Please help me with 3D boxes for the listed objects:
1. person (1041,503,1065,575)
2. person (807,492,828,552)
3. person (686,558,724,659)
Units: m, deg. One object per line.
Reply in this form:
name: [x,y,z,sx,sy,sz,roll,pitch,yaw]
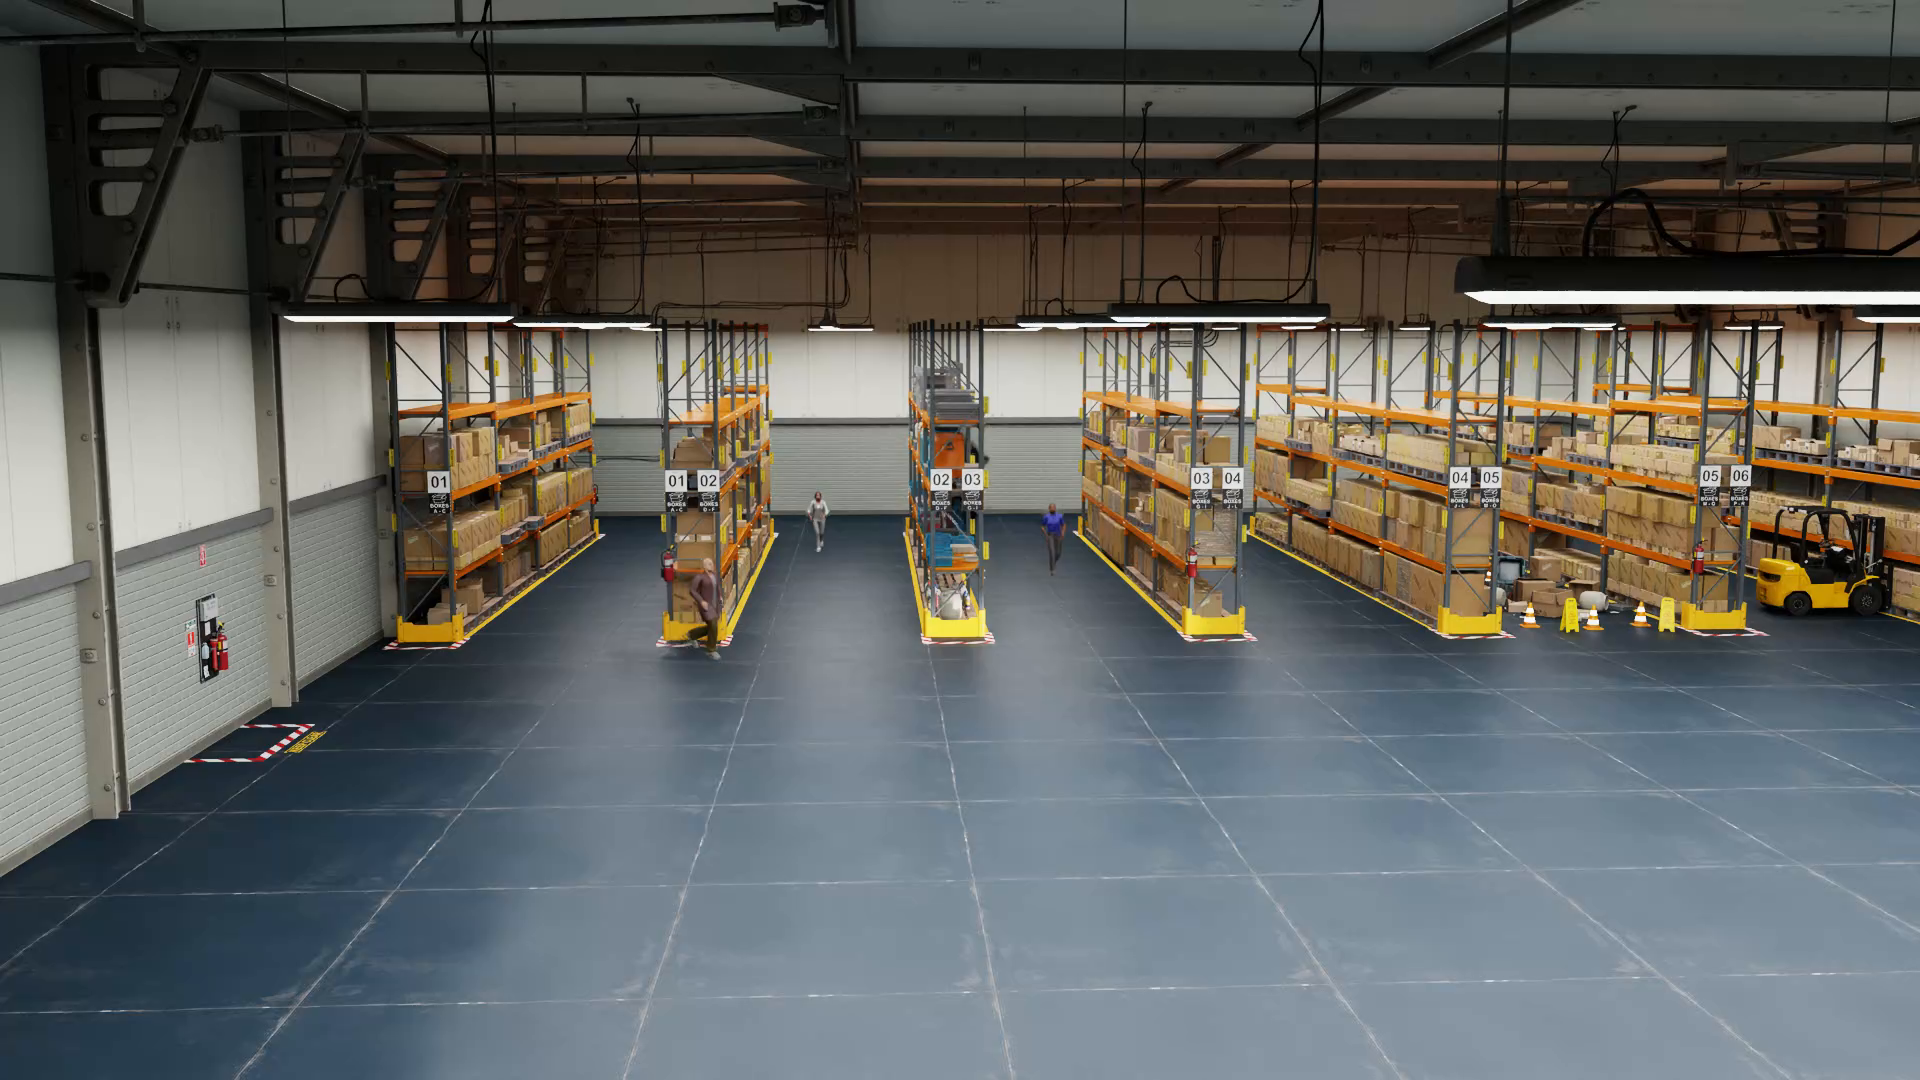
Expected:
person: [2.121,-0.030,37.817,0.575,1.635,0.487,-1,7,-5]
person: [-3.777,-0.498,44.165,0.559,1.581,0.641,-1,7,-8]
person: [-4.557,1.205,29.657,0.831,1.790,0.724,4,8,30]
